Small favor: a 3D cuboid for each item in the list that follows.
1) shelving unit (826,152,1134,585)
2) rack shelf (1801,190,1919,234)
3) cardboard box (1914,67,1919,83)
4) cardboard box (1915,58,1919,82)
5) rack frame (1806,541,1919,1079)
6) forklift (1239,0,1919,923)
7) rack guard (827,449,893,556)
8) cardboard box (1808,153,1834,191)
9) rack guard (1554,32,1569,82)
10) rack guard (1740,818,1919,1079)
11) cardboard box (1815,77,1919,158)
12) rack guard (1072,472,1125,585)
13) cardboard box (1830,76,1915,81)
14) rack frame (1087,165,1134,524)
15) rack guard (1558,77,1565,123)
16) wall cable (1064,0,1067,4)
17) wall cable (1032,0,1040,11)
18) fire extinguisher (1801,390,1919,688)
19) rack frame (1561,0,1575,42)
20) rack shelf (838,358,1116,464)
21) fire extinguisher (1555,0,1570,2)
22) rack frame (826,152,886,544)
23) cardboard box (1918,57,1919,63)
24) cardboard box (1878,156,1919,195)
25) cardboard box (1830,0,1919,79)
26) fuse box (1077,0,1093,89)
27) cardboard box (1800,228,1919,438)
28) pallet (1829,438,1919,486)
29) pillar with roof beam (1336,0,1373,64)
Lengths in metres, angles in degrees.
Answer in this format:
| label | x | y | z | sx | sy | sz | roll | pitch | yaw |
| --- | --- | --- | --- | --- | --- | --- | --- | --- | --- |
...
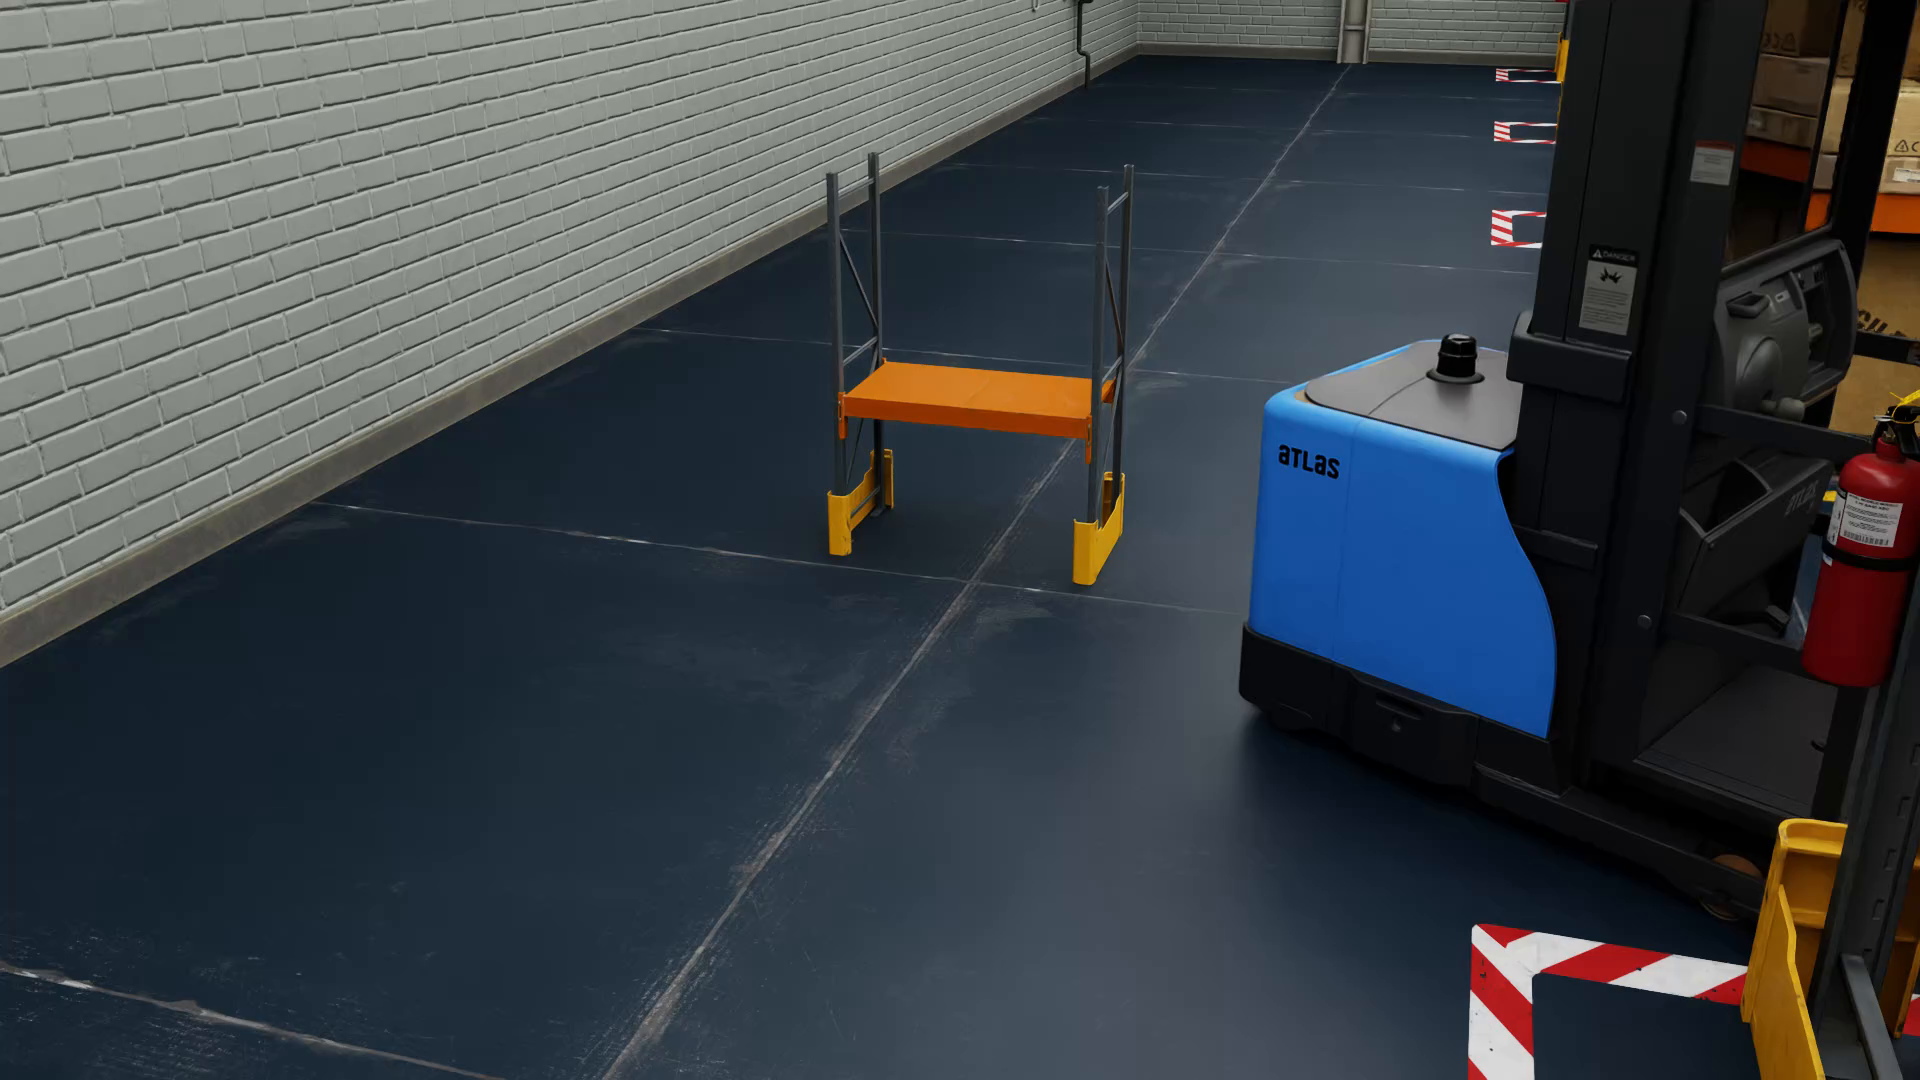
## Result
| label | x | y | z | sx | sy | sz | roll | pitch | yaw |
| --- | --- | --- | --- | --- | --- | --- | --- | --- | --- |
| shelving unit | 0.073 | -0.686 | 6.465 | 1.083 | 1.500 | 0.587 | 7 | 23 | 16 |
| rack shelf | 5.273 | -1.301 | 6.938 | 4.000 | 0.370 | 1.077 | 7 | 23 | 16 |
| cardboard box | 4.384 | -1.909 | 7.278 | 0.500 | 0.250 | 0.500 | 6 | 23 | 15 |
| cardboard box | 4.218 | -2.063 | 6.665 | 0.500 | 0.500 | 0.500 | 6 | 23 | 14 |
| rack frame | 1.927 | -0.054 | 2.949 | 0.127 | 3.000 | 1.000 | 7 | 23 | 16 |
| forklift | 2.304 | -0.533 | 4.208 | 3.031 | 2.935 | 1.130 | 21 | 30 | 41 |
| rack guard | -0.404 | -0.162 | 6.835 | 0.087 | 0.250 | 0.587 | 7 | 23 | 16 |
| cardboard box | 3.602 | -1.578 | 6.997 | 0.250 | 0.149 | 0.380 | 7 | 23 | 16 |
| rack guard | 7.723 | -6.093 | 20.966 | 0.348 | 0.500 | 1.175 | 7 | 23 | 16 |
| rack guard | 1.900 | 1.105 | 3.418 | 0.348 | 0.500 | 1.175 | 7 | 23 | 16 |
| cardboard box | 3.739 | -1.771 | 6.941 | 0.500 | 0.250 | 0.500 | 6 | 23 | 14 |
| rack guard | 0.550 | -0.053 | 6.569 | 0.087 | 0.250 | 0.587 | 7 | 23 | 16 |
| cardboard box | 3.898 | -1.965 | 7.414 | 0.500 | 0.250 | 0.500 | 6 | 23 | 15 |
| rack frame | 0.568 | -0.629 | 6.327 | 0.032 | 1.500 | 0.500 | 7 | 23 | 16 |
| rack guard | 6.197 | -4.300 | 16.595 | 0.348 | 0.500 | 1.175 | 7 | 23 | 16 |
| wall cable | 1.214 | -7.050 | 18.667 | 0.122 | 1.984 | 0.588 | 7 | 23 | 16 |
| wall cable | 0.815 | -6.548 | 17.401 | 0.123 | 1.953 | 0.585 | 7 | 23 | 16 |
| fire extinguisher | 1.914 | -0.027 | 3.477 | 0.183 | 0.674 | 0.296 | 7 | 23 | 16 |
| rack frame | 7.651 | -7.258 | 20.511 | 0.127 | 3.000 | 1.000 | 7 | 23 | 16 |
| rack shelf | 0.082 | -0.518 | 6.531 | 1.000 | 0.185 | 0.538 | 7 | 23 | 16 |
| fire extinguisher | 7.376 | -6.898 | 20.227 | 0.183 | 0.674 | 0.296 | 7 | 23 | 16 |
| rack frame | -0.405 | -0.740 | 6.598 | 0.032 | 1.500 | 0.500 | 7 | 23 | 16 |
| cardboard box | 6.369 | -3.257 | 11.089 | 0.250 | 0.149 | 0.380 | 6 | 23 | 14 |
| cardboard box | 3.848 | -1.551 | 6.929 | 0.250 | 0.149 | 0.380 | 6 | 23 | 15 |
| cardboard box | 3.900 | -2.311 | 7.268 | 0.500 | 0.500 | 0.500 | 7 | 23 | 16 |
| fuse box | 1.562 | -6.215 | 19.666 | 0.414 | 1.711 | 0.539 | 7 | 23 | 16 |
| cardboard box | 3.994 | -1.024 | 7.559 | 0.875 | 0.875 | 0.875 | 7 | 23 | 16 |
| pallet | 4.146 | -0.504 | 7.721 | 1.213 | 0.211 | 1.003 | 7 | 23 | 16 |
| pillar with roof beam | 4.086 | -9.092 | 17.079 | 0.400 | 9.000 | 9.100 | 7 | 23 | 16 |
